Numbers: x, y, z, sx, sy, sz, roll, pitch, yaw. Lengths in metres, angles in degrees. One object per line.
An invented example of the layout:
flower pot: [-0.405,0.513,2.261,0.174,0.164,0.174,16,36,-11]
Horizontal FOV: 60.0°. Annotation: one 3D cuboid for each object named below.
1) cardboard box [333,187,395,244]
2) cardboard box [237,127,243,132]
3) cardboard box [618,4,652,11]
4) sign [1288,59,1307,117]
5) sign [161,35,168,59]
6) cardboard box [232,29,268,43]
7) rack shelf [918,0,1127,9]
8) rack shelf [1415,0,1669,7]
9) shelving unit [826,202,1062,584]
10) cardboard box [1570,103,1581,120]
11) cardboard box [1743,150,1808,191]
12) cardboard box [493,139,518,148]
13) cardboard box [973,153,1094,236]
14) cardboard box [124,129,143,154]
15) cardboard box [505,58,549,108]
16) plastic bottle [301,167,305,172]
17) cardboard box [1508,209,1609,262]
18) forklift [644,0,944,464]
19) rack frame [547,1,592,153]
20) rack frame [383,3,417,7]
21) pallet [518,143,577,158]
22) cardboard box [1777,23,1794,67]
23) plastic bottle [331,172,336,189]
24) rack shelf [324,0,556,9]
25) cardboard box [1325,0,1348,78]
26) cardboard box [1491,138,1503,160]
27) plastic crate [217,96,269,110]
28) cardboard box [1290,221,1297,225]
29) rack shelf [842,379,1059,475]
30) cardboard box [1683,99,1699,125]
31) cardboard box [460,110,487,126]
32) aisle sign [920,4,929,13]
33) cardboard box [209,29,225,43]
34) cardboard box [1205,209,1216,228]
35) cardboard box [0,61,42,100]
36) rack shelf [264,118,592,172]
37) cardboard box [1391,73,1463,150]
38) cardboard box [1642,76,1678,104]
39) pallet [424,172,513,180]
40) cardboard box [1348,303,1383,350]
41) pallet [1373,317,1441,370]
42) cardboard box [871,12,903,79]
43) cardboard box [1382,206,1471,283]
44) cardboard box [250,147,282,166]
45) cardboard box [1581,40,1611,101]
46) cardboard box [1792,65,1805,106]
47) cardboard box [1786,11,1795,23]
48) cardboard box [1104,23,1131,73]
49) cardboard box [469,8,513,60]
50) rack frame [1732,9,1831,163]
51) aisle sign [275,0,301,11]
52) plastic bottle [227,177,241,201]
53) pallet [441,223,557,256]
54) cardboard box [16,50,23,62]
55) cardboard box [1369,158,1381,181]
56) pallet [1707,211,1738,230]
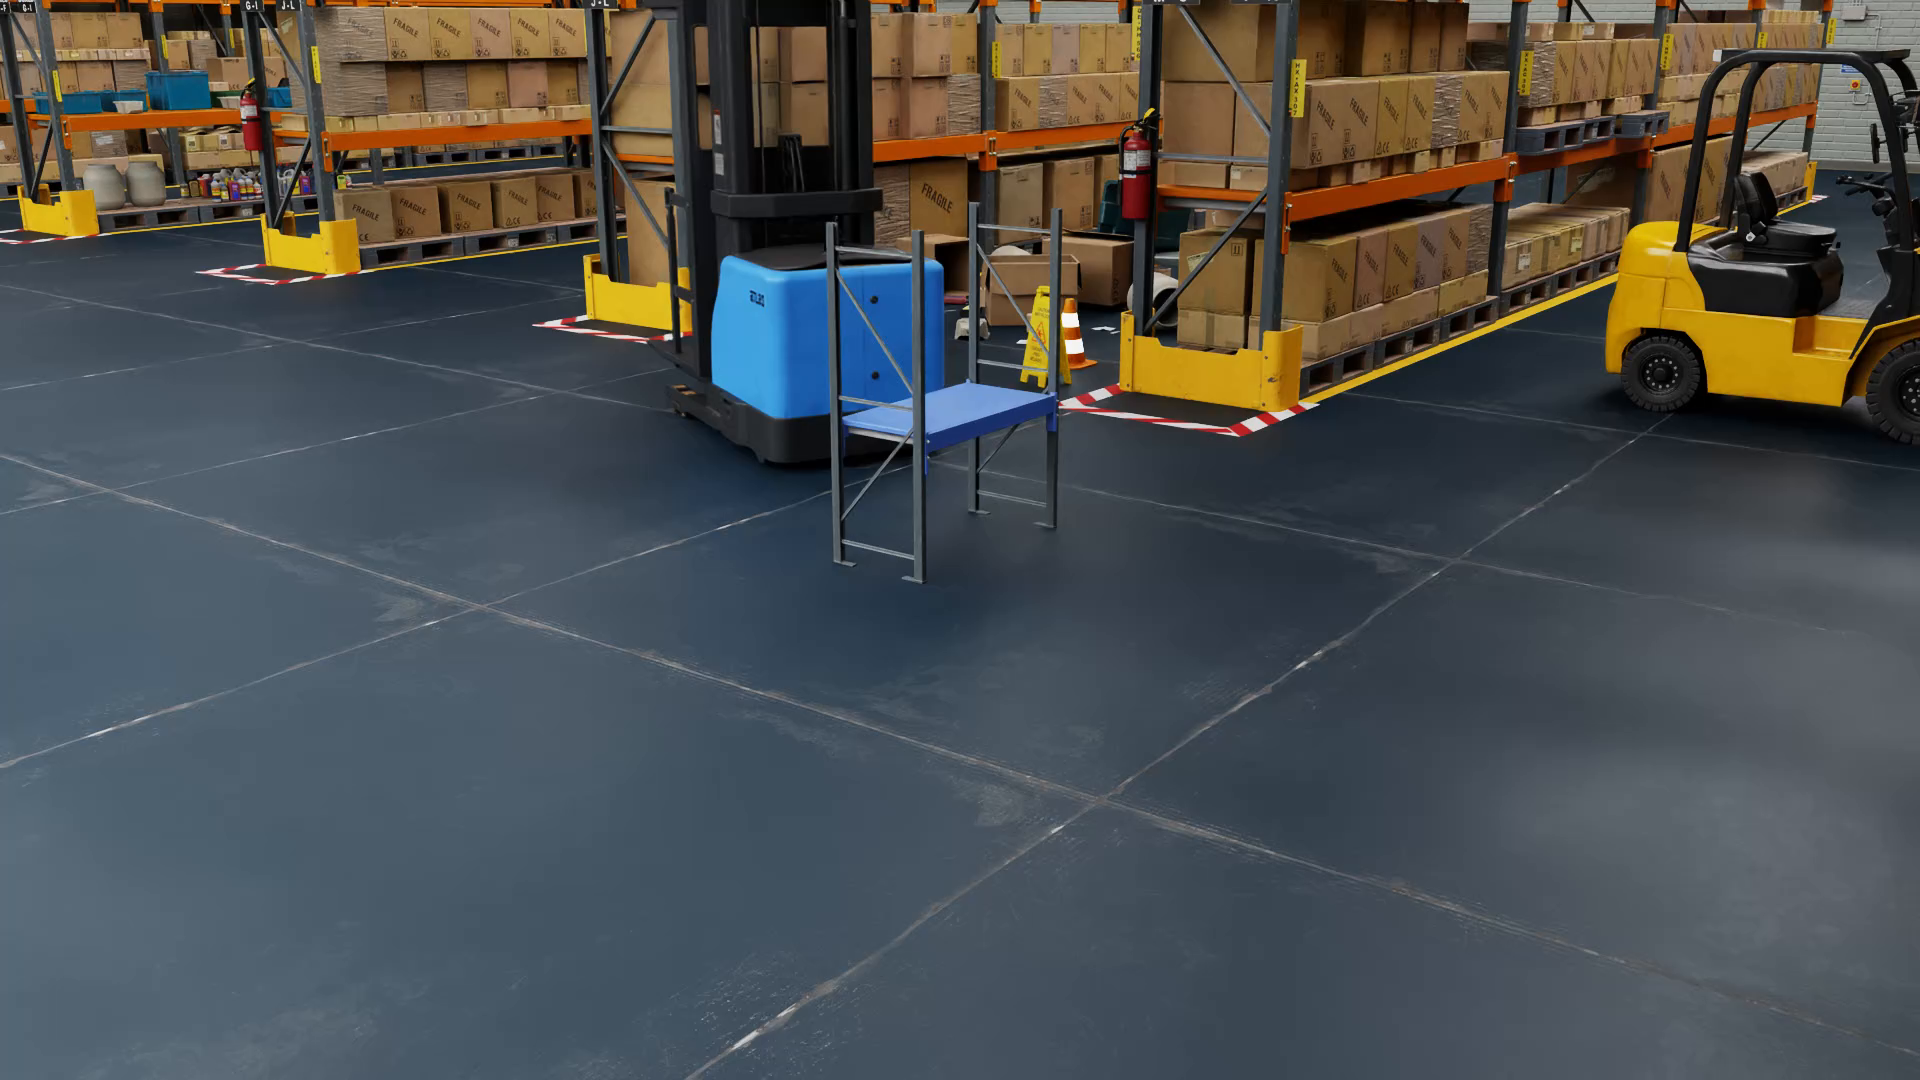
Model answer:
cardboard box: [-6.026,-3.245,16.643,0.500,0.500,0.500,-15,23,-40]
cardboard box: [-10.925,-6.248,25.789,0.500,0.311,0.500,12,21,33]
cardboard box: [-3.442,-5.697,19.312,1.000,1.000,1.000,13,21,35]
sign: [1.984,-2.659,9.789,0.100,0.325,0.005,12,21,35]
sign: [-11.535,-7.150,24.118,0.100,0.325,0.005,12,21,35]
cardboard box: [-13.084,-9.251,30.507,0.500,0.250,0.500,13,22,36]
rack shelf: [1.087,-5.710,17.229,1.077,0.370,4.000,12,21,35]
rack shelf: [5.123,-4.860,14.490,1.077,0.370,4.000,12,21,35]
shelving unit: [-0.051,-0.696,7.456,0.538,1.500,1.048,12,21,35]
cardboard box: [5.113,-3.702,14.323,0.380,0.149,0.250,13,21,35]
cardboard box: [10.768,-4.955,22.252,0.875,0.438,0.875,12,21,33]
cardboard box: [-8.180,-7.193,29.323,0.500,0.500,0.500,12,21,33]
cardboard box: [0.771,-3.664,17.570,1.050,0.750,0.750,12,21,35]
cardboard box: [-12.509,-5.987,24.630,0.500,0.500,0.500,12,21,35]
cardboard box: [-4.889,-4.889,17.760,0.875,0.500,0.500,12,21,35]
plastic bottle: [-8.632,-4.735,21.771,0.061,0.283,0.133,12,21,35]
cardboard box: [5.536,-2.883,15.691,0.950,0.372,0.625,12,21,34]
forklift: [-1.175,-2.199,9.882,1.130,2.935,3.031,-8,19,-25]
rack frame: [-7.215,-8.702,30.709,1.000,3.000,0.127,12,21,35]
rack frame: [-11.195,-9.577,33.525,1.000,3.000,0.127,12,21,35]
pallet: [-7.669,-7.170,30.477,1.003,0.211,1.213,12,21,35]
cardboard box: [9.796,-6.035,20.265,0.500,0.500,0.500,13,21,36]
plastic bottle: [-8.158,-4.661,21.421,0.144,0.351,0.185,12,21,33]
rack shelf: [-6.814,-7.486,22.947,1.077,0.370,4.000,12,21,35]
cardboard box: [2.206,-3.428,11.369,0.700,0.500,0.500,12,21,34]
cardboard box: [3.984,-3.044,12.911,0.380,0.149,0.250,12,21,34]
plastic crate: [-8.770,-5.363,20.401,0.530,0.136,0.437,12,21,35]
cardboard box: [2.133,-2.292,11.638,0.380,0.149,0.250,13,21,36]
rack shelf: [-0.051,-0.524,7.509,0.538,0.185,1.000,12,21,35]
cardboard box: [7.417,-4.497,17.419,0.500,0.250,0.500,13,22,36]
cardboard box: [-5.078,-4.339,17.081,0.380,0.149,0.250,12,21,35]
aisle sign: [-0.577,-9.986,30.458,0.394,0.787,0.004,12,21,35]
cardboard box: [-13.517,-9.335,30.779,0.500,0.250,0.500,13,22,36]
cardboard box: [2.484,-2.770,14.542,0.500,0.500,0.500,12,21,35]
cardboard box: [-13.156,-6.370,23.030,0.700,0.500,0.500,13,22,36]
rack shelf: [-5.219,-4.226,17.506,1.077,0.370,4.000,12,21,35]
cardboard box: [3.259,-3.086,11.954,0.500,0.500,0.500,13,22,36]
cardboard box: [6.815,-4.491,16.558,0.500,0.250,0.500,12,21,34]
pallet: [-6.842,-5.075,23.729,1.003,0.211,1.213,12,21,35]
cardboard box: [2.561,-1.492,11.420,0.500,0.250,0.500,13,22,37]
pallet: [2.833,-1.505,12.233,1.003,0.211,1.213,12,21,35]
cardboard box: [-1.019,-4.395,14.764,0.875,0.550,0.550,12,21,35]
cardboard box: [3.492,-2.230,12.531,0.500,0.500,0.500,13,21,36]
cardboard box: [-10.930,-5.982,25.877,0.500,0.250,0.500,12,21,33]
cardboard box: [5.342,-4.105,14.525,0.500,0.500,0.500,11,21,32]
cardboard box: [10.396,-5.797,21.186,0.500,0.500,0.500,13,22,36]
cardboard box: [10.017,-6.424,20.423,0.380,0.149,0.250,12,21,35]
cardboard box: [1.399,-5.274,17.816,0.700,0.500,0.500,12,21,34]
cardboard box: [-4.971,-5.200,17.076,0.500,0.500,0.500,12,21,35]
rack frame: [11.081,-6.152,22.498,1.000,3.000,0.127,12,21,35]
aisle sign: [-6.207,-5.266,15.262,0.394,0.787,0.004,12,21,35]
plastic bottle: [-8.909,-4.308,20.398,0.061,0.283,0.133,13,21,36]
pallet: [-5.126,-3.256,17.872,1.003,0.211,1.213,12,21,35]
cardboard box: [-13.041,-6.623,22.751,0.380,0.149,0.250,13,21,35]
cardboard box: [2.594,-2.497,11.151,0.380,0.149,0.250,13,22,36]
pallet: [8.298,-3.671,19.209,1.003,0.211,1.213,12,21,35]
